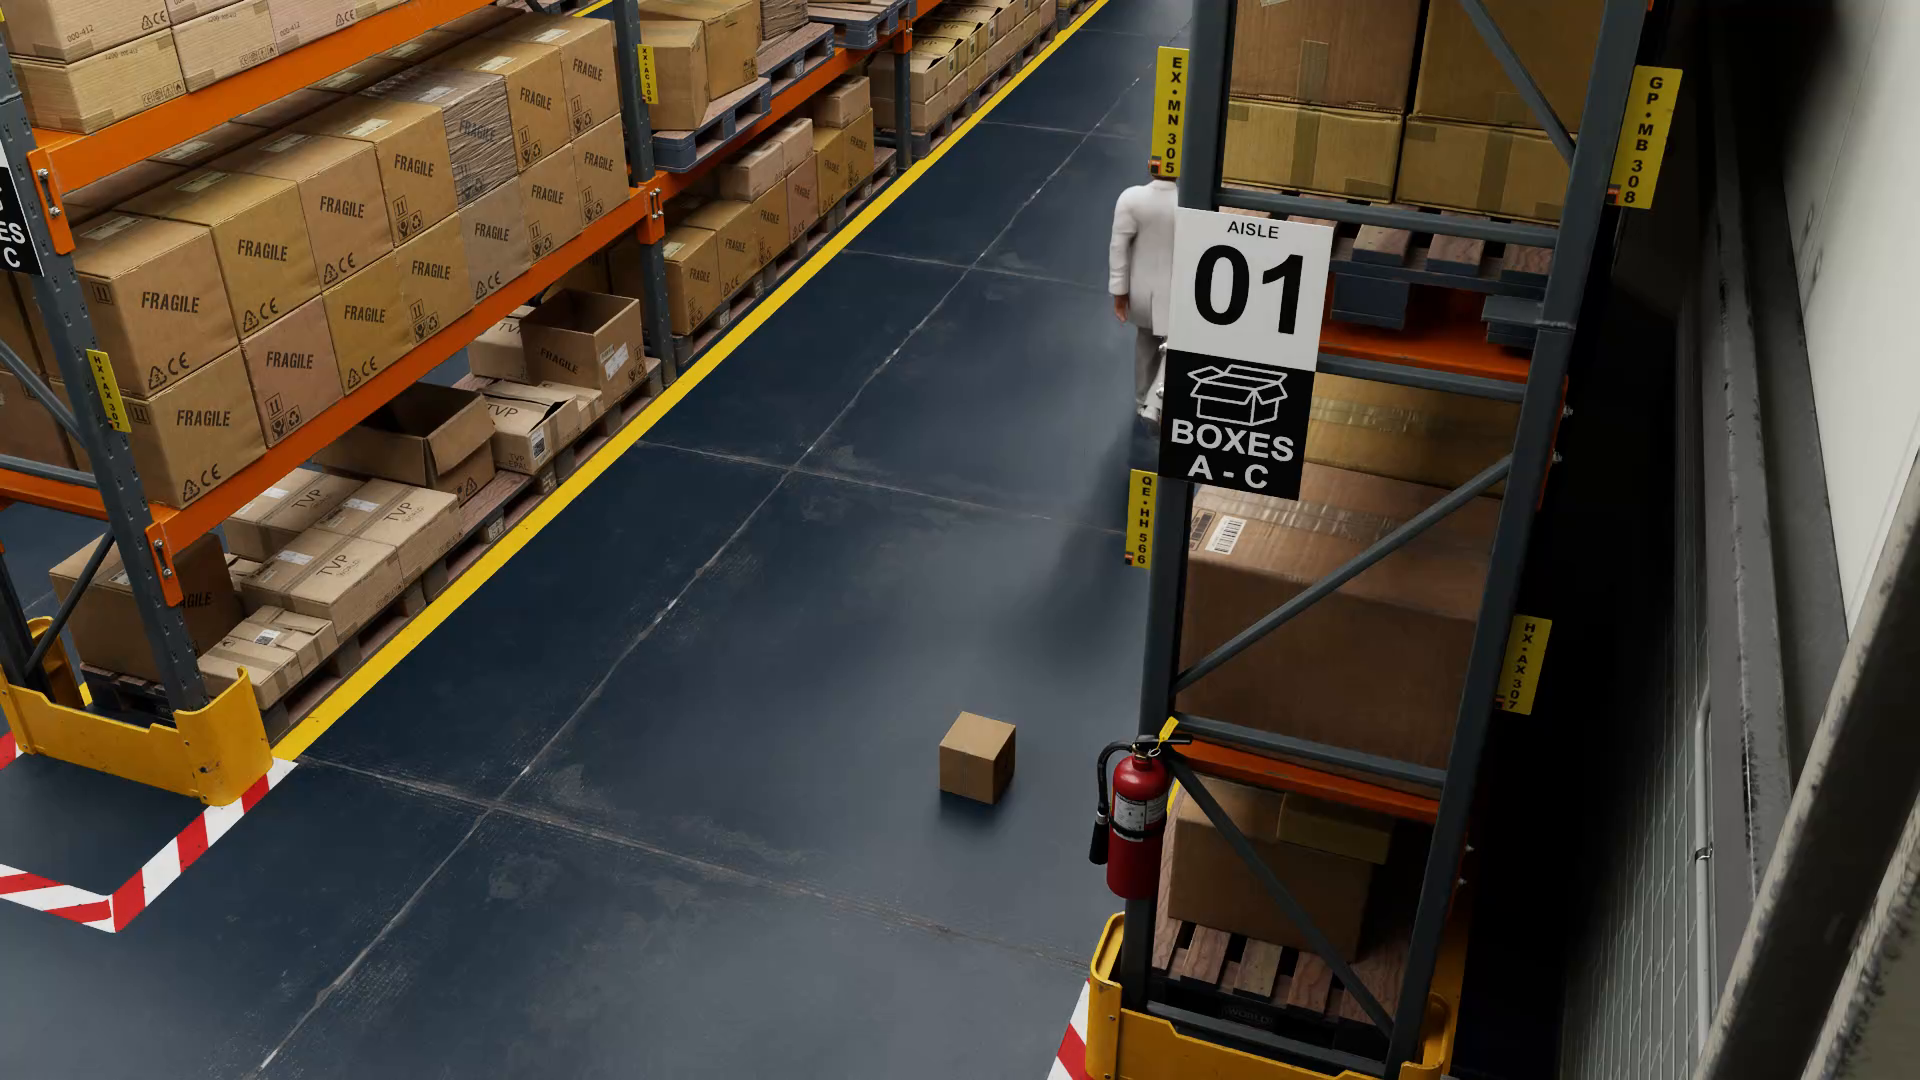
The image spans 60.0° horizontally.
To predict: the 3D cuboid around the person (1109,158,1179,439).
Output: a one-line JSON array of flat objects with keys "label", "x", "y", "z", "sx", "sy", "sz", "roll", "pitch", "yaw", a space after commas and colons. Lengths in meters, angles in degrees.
[{"label": "person", "x": 1.125, "y": -1.407, "z": 9.314, "sx": 0.563, "sy": 1.743, "sz": 0.918, "roll": 12, "pitch": 35, "yaw": 18}]
